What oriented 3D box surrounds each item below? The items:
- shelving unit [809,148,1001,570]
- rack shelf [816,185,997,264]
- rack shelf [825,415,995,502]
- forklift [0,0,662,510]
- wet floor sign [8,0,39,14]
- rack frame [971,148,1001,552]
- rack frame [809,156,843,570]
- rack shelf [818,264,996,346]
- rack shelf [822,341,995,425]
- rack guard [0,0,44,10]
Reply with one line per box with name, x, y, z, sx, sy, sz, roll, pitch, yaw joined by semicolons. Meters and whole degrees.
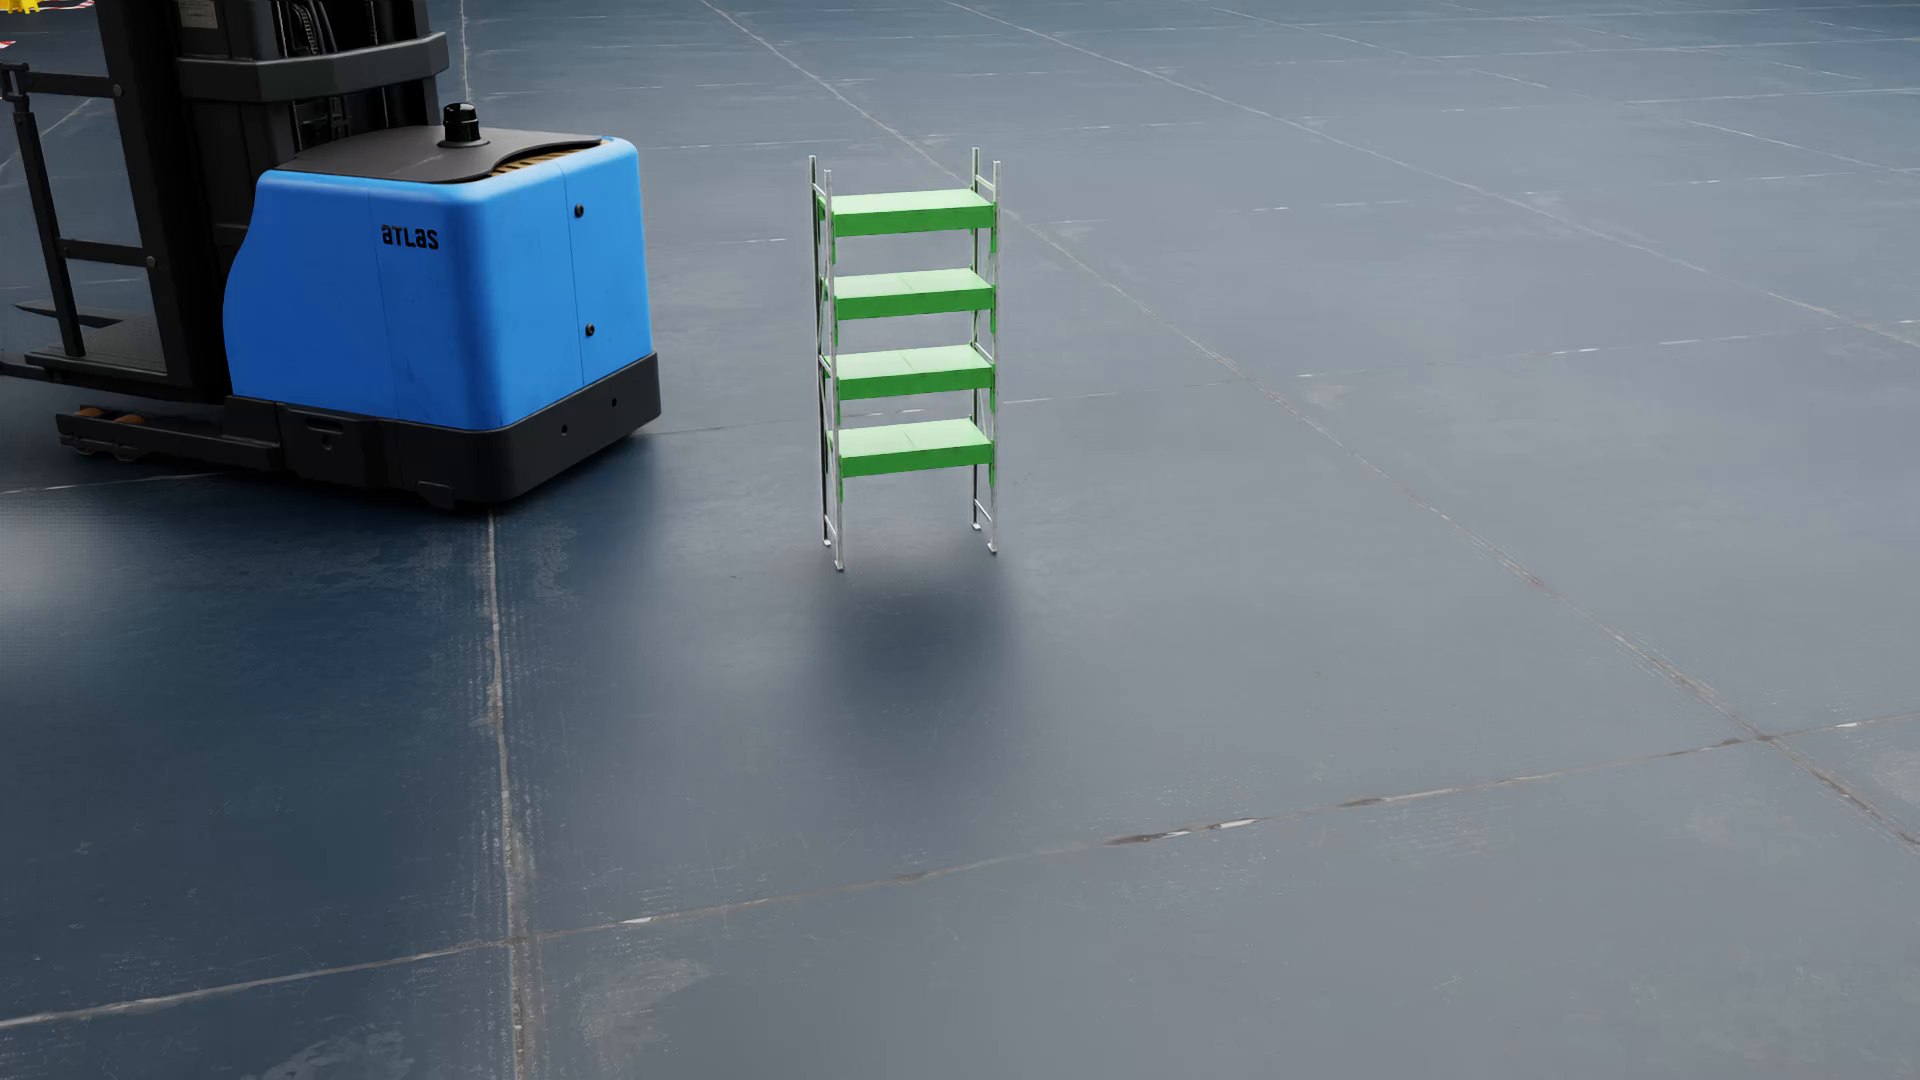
shelving unit;-0.159;-0.534;4.972;0.503;1.200;0.258;-6;24;-14
rack shelf;-0.159;-0.916;4.808;0.480;0.148;0.258;-6;24;-14
rack shelf;-0.159;-0.254;5.092;0.480;0.148;0.258;-6;24;-14
forklift;-2.674;-1.804;5.736;3.031;2.935;1.130;9;25;20
wet floor sign;-11.329;-6.679;19.998;0.232;0.644;0.267;2;23;4
rack frame;0.076;-0.560;5.033;0.015;1.200;0.240;-6;24;-14
rack frame;-0.394;-0.508;4.912;0.015;1.200;0.240;-6;24;-14
rack shelf;-0.159;-0.696;4.903;0.480;0.148;0.258;-6;24;-14
rack shelf;-0.159;-0.475;4.998;0.480;0.148;0.258;-6;24;-14
rack guard;-11.874;-6.990;20.908;0.348;0.500;1.175;-6;24;-14
